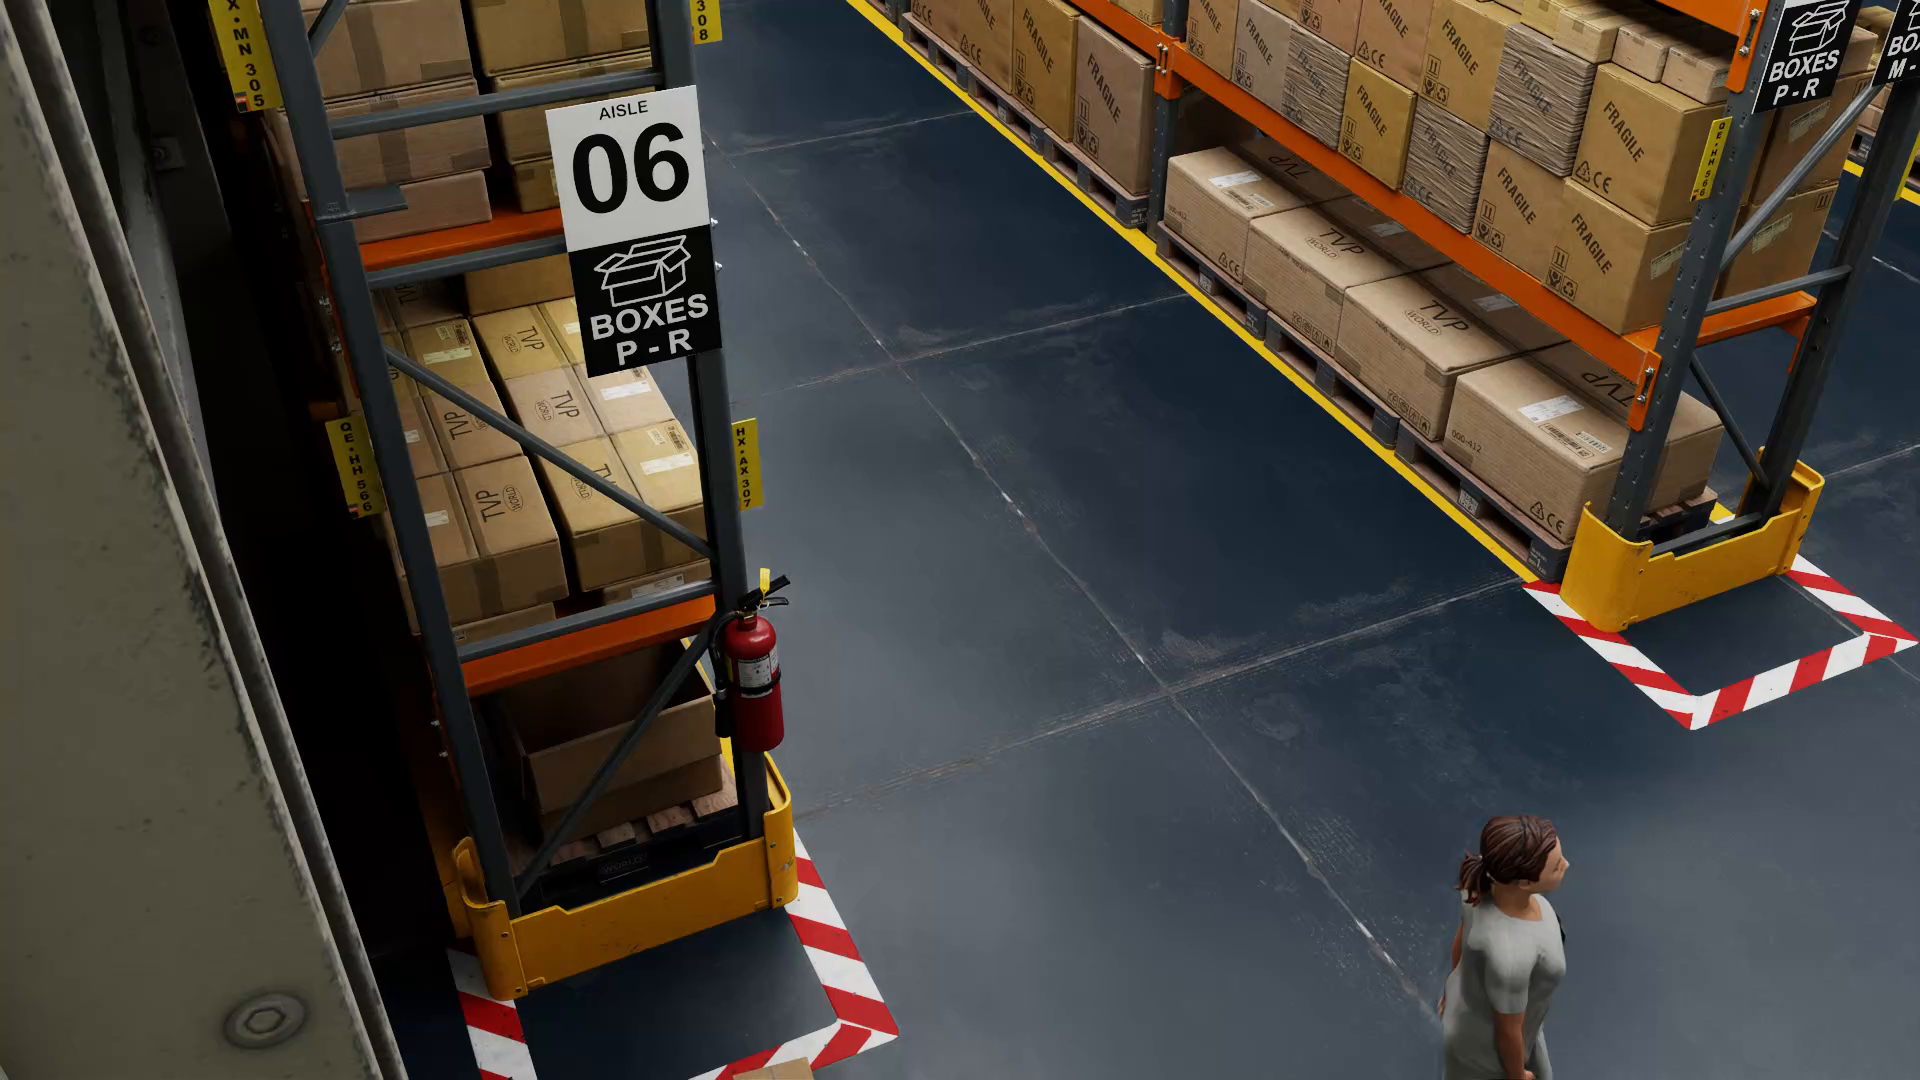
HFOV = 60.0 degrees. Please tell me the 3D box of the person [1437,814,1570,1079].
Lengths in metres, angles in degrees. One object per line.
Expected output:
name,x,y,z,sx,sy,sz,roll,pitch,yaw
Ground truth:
person,1.475,1.393,4.819,0.820,1.635,0.434,9,38,11
